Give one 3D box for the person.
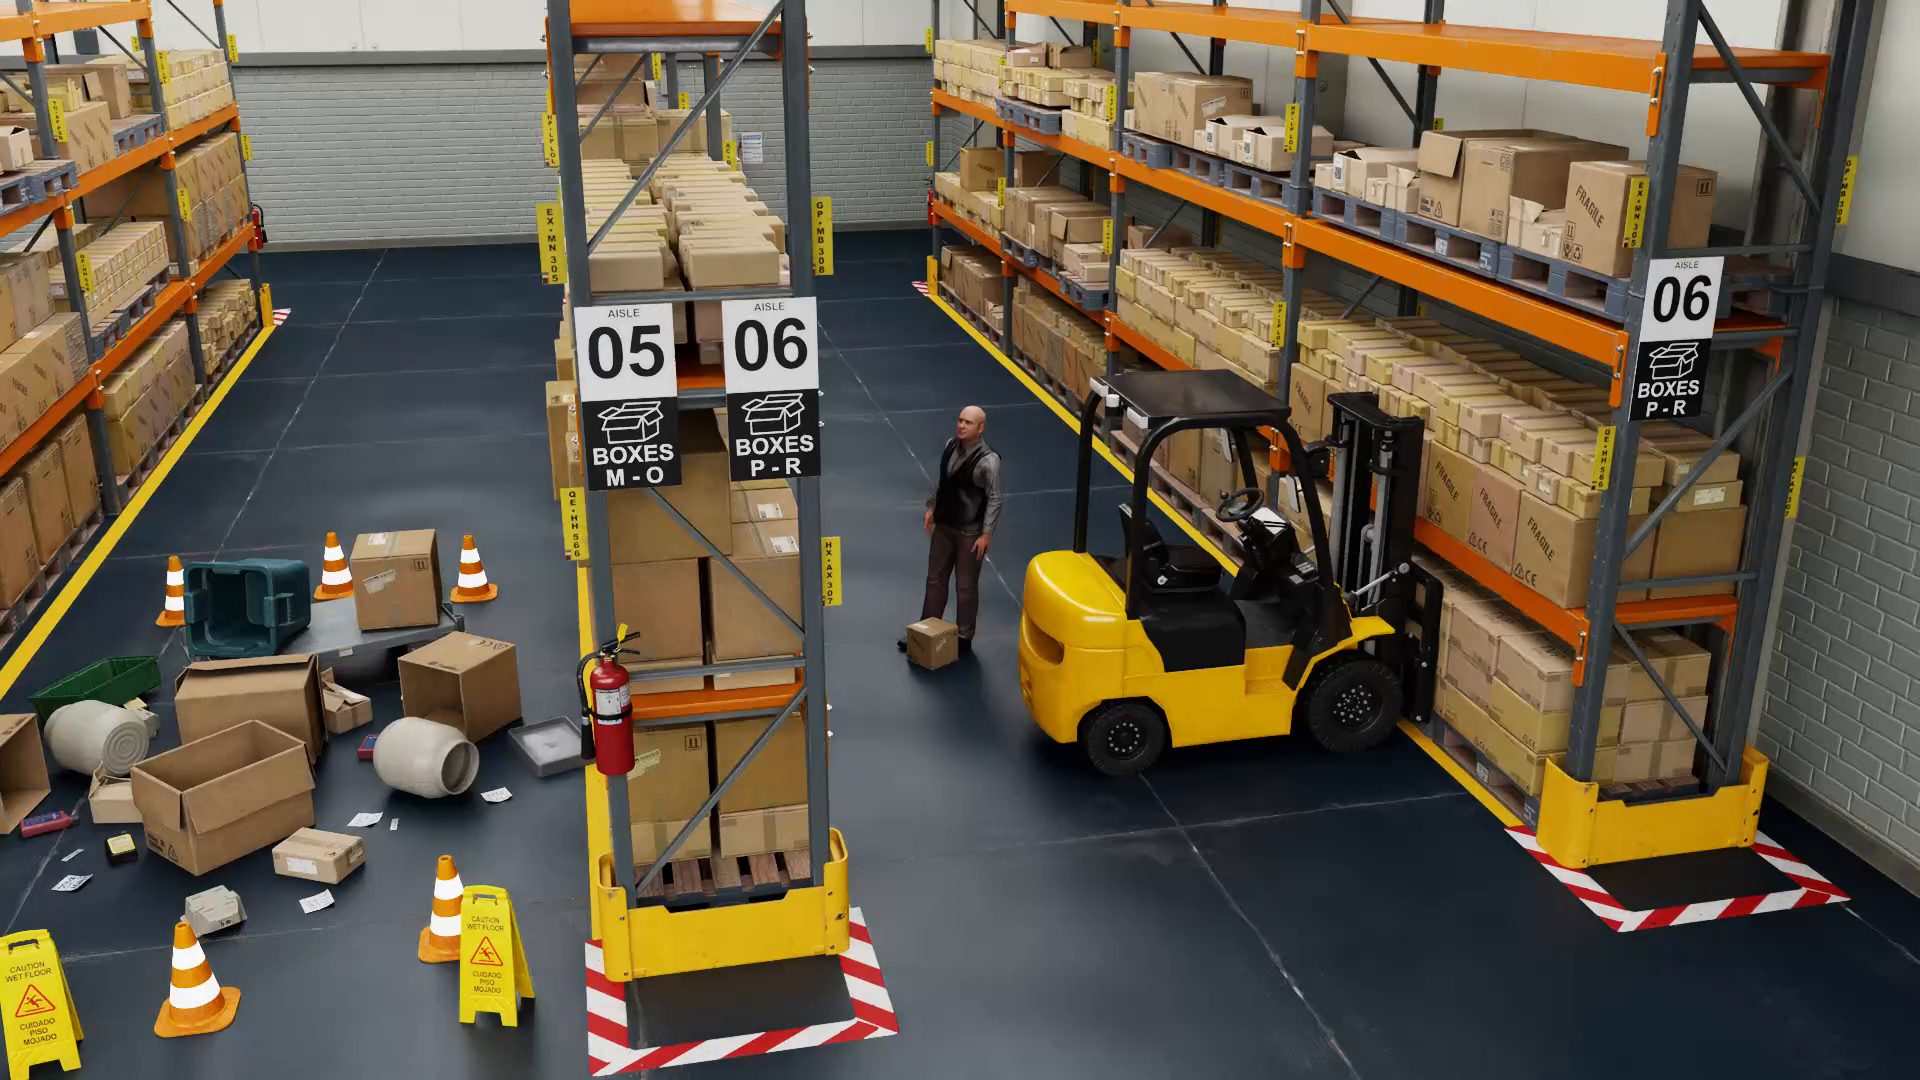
[{"bbox_3d":[-0.041,-0.058,11.243,0.567,1.721,0.633,-17,26,-39],"label":"person"}]
